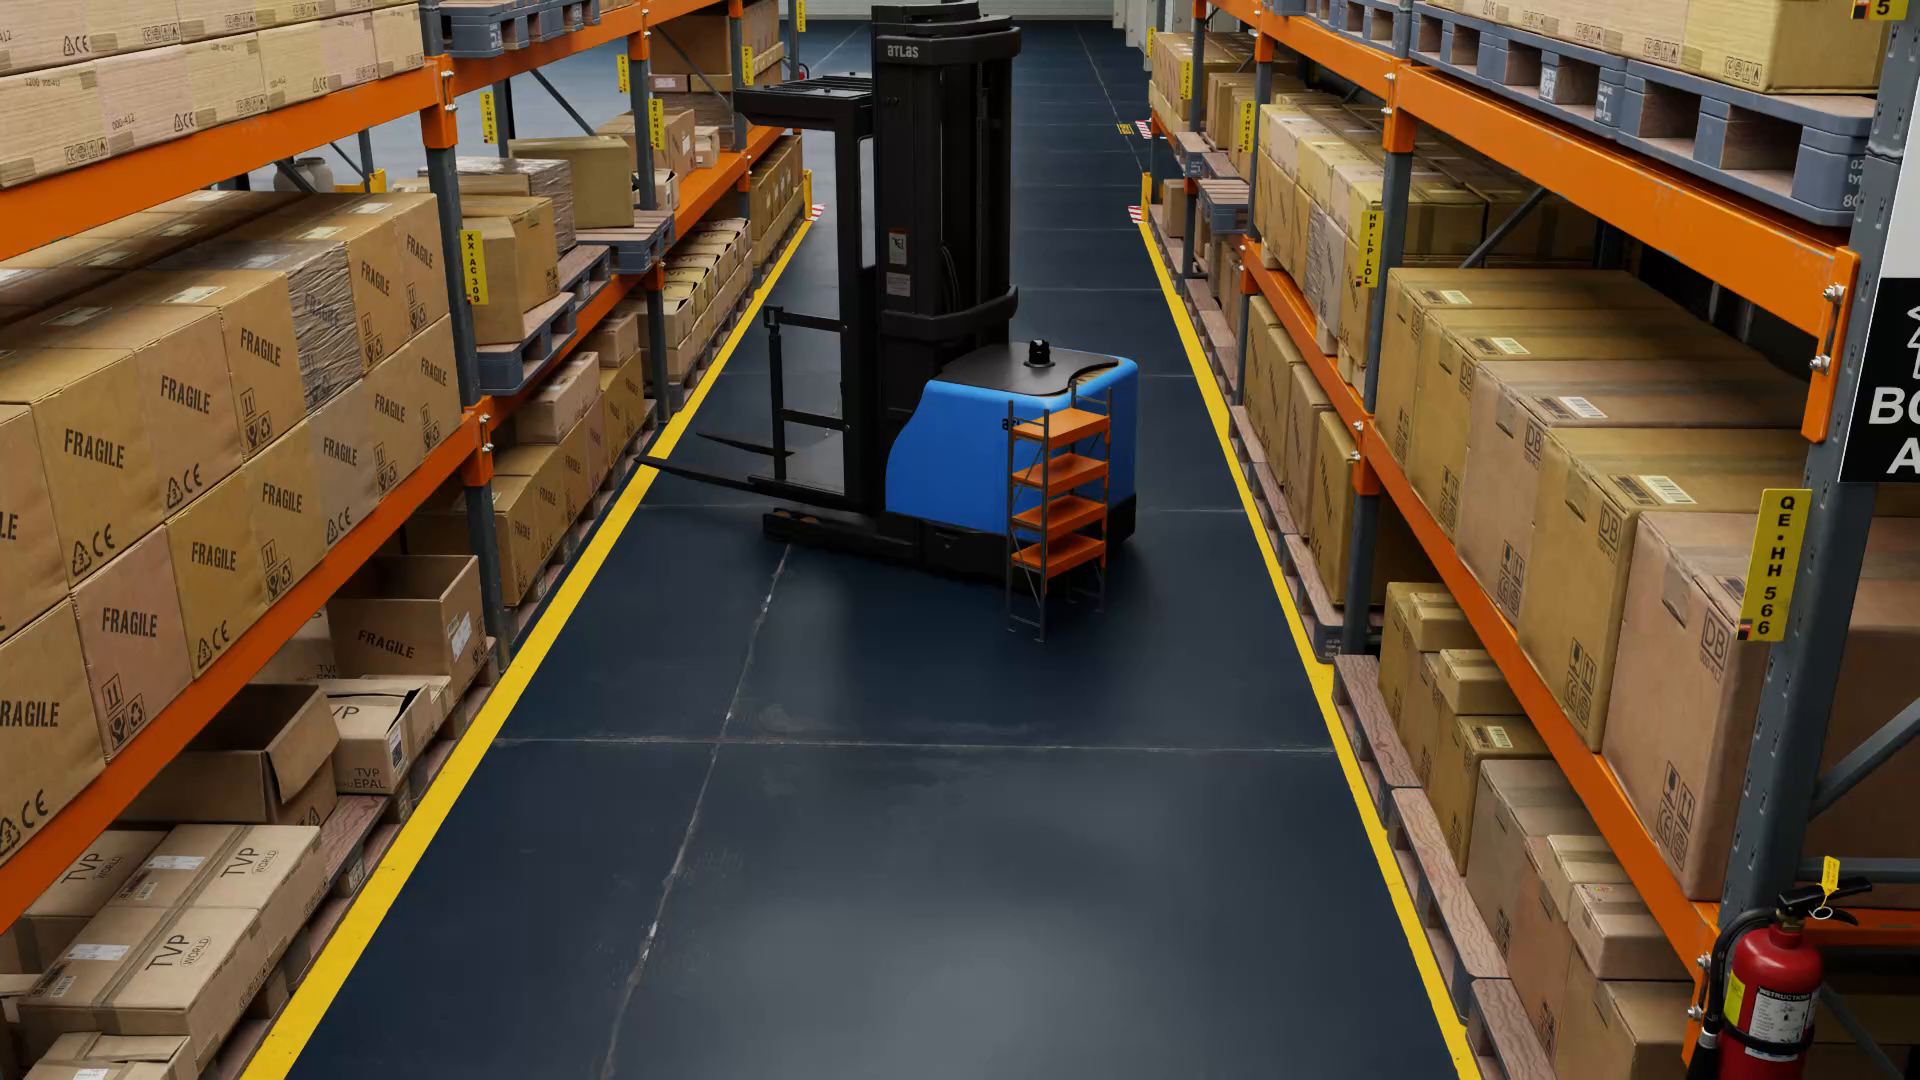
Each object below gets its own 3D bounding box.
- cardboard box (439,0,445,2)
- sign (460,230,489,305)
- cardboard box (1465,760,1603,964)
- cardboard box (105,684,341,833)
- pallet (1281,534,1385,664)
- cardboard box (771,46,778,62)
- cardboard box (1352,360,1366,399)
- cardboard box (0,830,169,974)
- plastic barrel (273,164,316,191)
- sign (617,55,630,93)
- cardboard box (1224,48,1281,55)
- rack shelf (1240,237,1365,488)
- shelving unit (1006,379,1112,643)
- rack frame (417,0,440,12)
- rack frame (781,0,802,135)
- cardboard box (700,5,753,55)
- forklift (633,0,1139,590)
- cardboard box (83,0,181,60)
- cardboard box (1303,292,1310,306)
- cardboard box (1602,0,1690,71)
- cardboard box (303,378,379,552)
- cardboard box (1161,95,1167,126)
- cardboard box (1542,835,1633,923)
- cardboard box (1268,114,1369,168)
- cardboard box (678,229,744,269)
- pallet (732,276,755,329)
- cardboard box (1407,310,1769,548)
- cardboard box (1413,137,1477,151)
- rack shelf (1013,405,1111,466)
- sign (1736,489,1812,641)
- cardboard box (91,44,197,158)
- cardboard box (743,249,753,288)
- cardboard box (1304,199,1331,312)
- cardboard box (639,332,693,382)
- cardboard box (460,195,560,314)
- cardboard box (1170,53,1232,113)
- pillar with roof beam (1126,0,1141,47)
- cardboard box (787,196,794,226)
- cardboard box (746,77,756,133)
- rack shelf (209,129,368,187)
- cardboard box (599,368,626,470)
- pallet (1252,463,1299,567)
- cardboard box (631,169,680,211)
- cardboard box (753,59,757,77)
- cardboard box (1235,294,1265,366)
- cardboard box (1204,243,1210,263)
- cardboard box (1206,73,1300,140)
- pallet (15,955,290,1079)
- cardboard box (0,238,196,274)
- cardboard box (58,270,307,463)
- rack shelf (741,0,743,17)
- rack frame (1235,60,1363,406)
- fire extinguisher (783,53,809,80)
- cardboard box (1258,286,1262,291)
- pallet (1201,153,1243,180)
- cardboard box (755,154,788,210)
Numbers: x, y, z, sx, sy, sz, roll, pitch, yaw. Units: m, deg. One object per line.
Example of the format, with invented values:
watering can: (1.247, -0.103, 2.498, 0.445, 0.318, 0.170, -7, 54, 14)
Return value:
cardboard box: (-2.572, -2.654, 7.219, 0.600, 0.600, 0.600, -1, 21, -3)
sign: (-2.119, -1.186, 7.242, 0.100, 0.325, 0.005, 1, 21, 2)
cardboard box: (2.120, 1.067, 5.508, 0.700, 0.500, 0.500, 0, 21, 0)
cardboard box: (-2.713, 0.853, 6.028, 0.797, 0.503, 0.637, 1, 21, 2)
pallet: (2.238, 0.288, 8.495, 1.003, 0.211, 1.213, 1, 21, 2)
cardboard box: (-2.132, -5.146, 17.610, 0.380, 0.149, 0.250, 0, 21, 1)
cardboard box: (2.018, -0.750, 7.634, 0.380, 0.149, 0.250, 1, 21, 2)
cardboard box: (-2.954, 1.195, 5.495, 0.500, 0.250, 0.500, 1, 21, 2)
plastic barrel: (-7.206, -3.796, 18.024, 0.421, 0.512, 0.421, 0, 21, 0)
sign: (-2.973, -4.124, 14.705, 0.100, 0.325, 0.005, 1, 21, 2)
cardboard box: (2.797, -4.449, 15.990, 0.500, 0.500, 0.500, 1, 21, 3)
rack shelf: (2.351, -1.120, 9.263, 1.077, 0.370, 4.000, 1, 21, 2)
shelving unit: (0.487, -0.146, 8.245, 0.258, 1.200, 0.503, 18, 27, 38)
rack frame: (-2.661, -3.582, 6.321, 1.000, 3.000, 0.127, 1, 21, 2)
rack frame: (-2.296, -5.124, 18.589, 1.000, 3.000, 0.127, 1, 21, 2)
cardboard box: (-2.381, -4.854, 15.960, 0.700, 0.500, 0.500, 1, 21, 2)
forklift: (-0.537, -1.481, 9.295, 3.031, 2.935, 1.130, 12, 24, 28)
cardboard box: (-2.476, -1.445, 4.476, 0.500, 0.250, 0.500, 1, 21, 2)
cardboard box: (2.135, -1.400, 9.309, 0.380, 0.149, 0.250, 1, 21, 2)
cardboard box: (1.940, -1.313, 4.108, 0.500, 0.250, 0.500, 0, 21, 0)
cardboard box: (-2.448, -0.276, 5.956, 0.500, 0.500, 0.500, 1, 21, 3)
cardboard box: (2.283, -4.283, 16.600, 0.500, 0.250, 0.500, 1, 21, 2)
cardboard box: (1.919, 0.986, 4.819, 0.380, 0.149, 0.250, 1, 21, 3)
cardboard box: (2.125, -2.367, 9.869, 0.500, 0.250, 0.500, 0, 21, 1)
cardboard box: (-2.153, -2.516, 14.311, 0.500, 0.311, 0.500, 1, 21, 3)
pallet: (-2.401, -2.111, 14.678, 1.003, 0.211, 1.213, 1, 21, 2)
cardboard box: (2.230, -0.412, 6.030, 0.980, 0.700, 0.700, 0, 21, 0)
cardboard box: (2.604, -1.999, 8.921, 0.500, 0.250, 0.500, 0, 21, 0)
rack shelf: (0.487, -0.512, 8.103, 0.258, 0.148, 0.480, 18, 27, 38)
sign: (1.627, 0.053, 3.318, 0.100, 0.325, 0.005, 1, 21, 2)
cardboard box: (-2.471, -1.212, 4.567, 0.500, 0.250, 0.500, 1, 21, 2)
cardboard box: (-2.141, -2.439, 14.888, 0.500, 0.250, 0.500, 0, 21, 1)
cardboard box: (2.082, -1.463, 8.575, 0.500, 0.500, 0.500, 1, 21, 2)
cardboard box: (-2.230, -1.332, 12.035, 0.500, 0.250, 0.500, 1, 21, 1)
cardboard box: (-2.466, -1.446, 8.390, 0.700, 0.500, 0.500, 4, 22, 10)
cardboard box: (2.248, -4.269, 15.527, 0.500, 0.500, 0.500, 1, 21, 1)
pillar with roof beam: (-0.074, -16.330, 39.176, 9.100, 9.000, 0.400, 1, 21, 2)
cardboard box: (-2.034, -3.479, 17.570, 0.500, 0.250, 0.500, 1, 21, 2)
cardboard box: (-2.382, -4.257, 16.216, 0.700, 0.500, 0.500, 1, 21, 2)
rack shelf: (-7.308, -4.122, 16.999, 1.077, 0.370, 4.000, 1, 21, 2)
cardboard box: (-2.349, -0.744, 10.146, 0.500, 0.500, 0.500, 0, 21, 0)
pallet: (2.273, -0.154, 9.635, 1.003, 0.211, 1.213, 1, 21, 2)
cardboard box: (-2.319, -2.511, 11.978, 0.500, 0.311, 0.500, 0, 21, 1)
cardboard box: (-2.181, -4.588, 16.172, 0.380, 0.149, 0.250, 0, 21, 0)
cardboard box: (2.382, -1.479, 12.042, 0.700, 0.500, 0.500, 1, 21, 2)
cardboard box: (2.520, -2.703, 15.657, 0.380, 0.166, 0.250, -2, 21, -5)
cardboard box: (2.484, -3.693, 14.153, 0.700, 0.500, 0.500, 1, 21, 2)
pallet: (-2.757, 1.645, 4.997, 1.003, 0.211, 1.213, 1, 21, 2)
cardboard box: (-2.988, -0.758, 5.817, 0.500, 0.500, 0.500, 0, 21, 0)
cardboard box: (-2.463, -0.563, 5.313, 0.500, 0.500, 0.500, 0, 21, 1)
rack shelf: (-2.357, -5.464, 16.312, 1.077, 0.370, 4.000, 1, 21, 2)
rack frame: (2.412, -2.179, 10.997, 1.000, 3.000, 0.127, 1, 21, 2)
fire extinguisher: (-1.828, -5.126, 18.700, 0.296, 0.674, 0.183, 1, 21, 2)
cardboard box: (2.462, -2.034, 12.436, 0.500, 0.250, 0.500, 1, 21, 3)
pallet: (2.431, -2.805, 12.877, 1.003, 0.211, 1.213, 1, 21, 2)
cardboard box: (-2.047, -3.648, 16.968, 0.500, 0.500, 0.500, 1, 21, 2)
